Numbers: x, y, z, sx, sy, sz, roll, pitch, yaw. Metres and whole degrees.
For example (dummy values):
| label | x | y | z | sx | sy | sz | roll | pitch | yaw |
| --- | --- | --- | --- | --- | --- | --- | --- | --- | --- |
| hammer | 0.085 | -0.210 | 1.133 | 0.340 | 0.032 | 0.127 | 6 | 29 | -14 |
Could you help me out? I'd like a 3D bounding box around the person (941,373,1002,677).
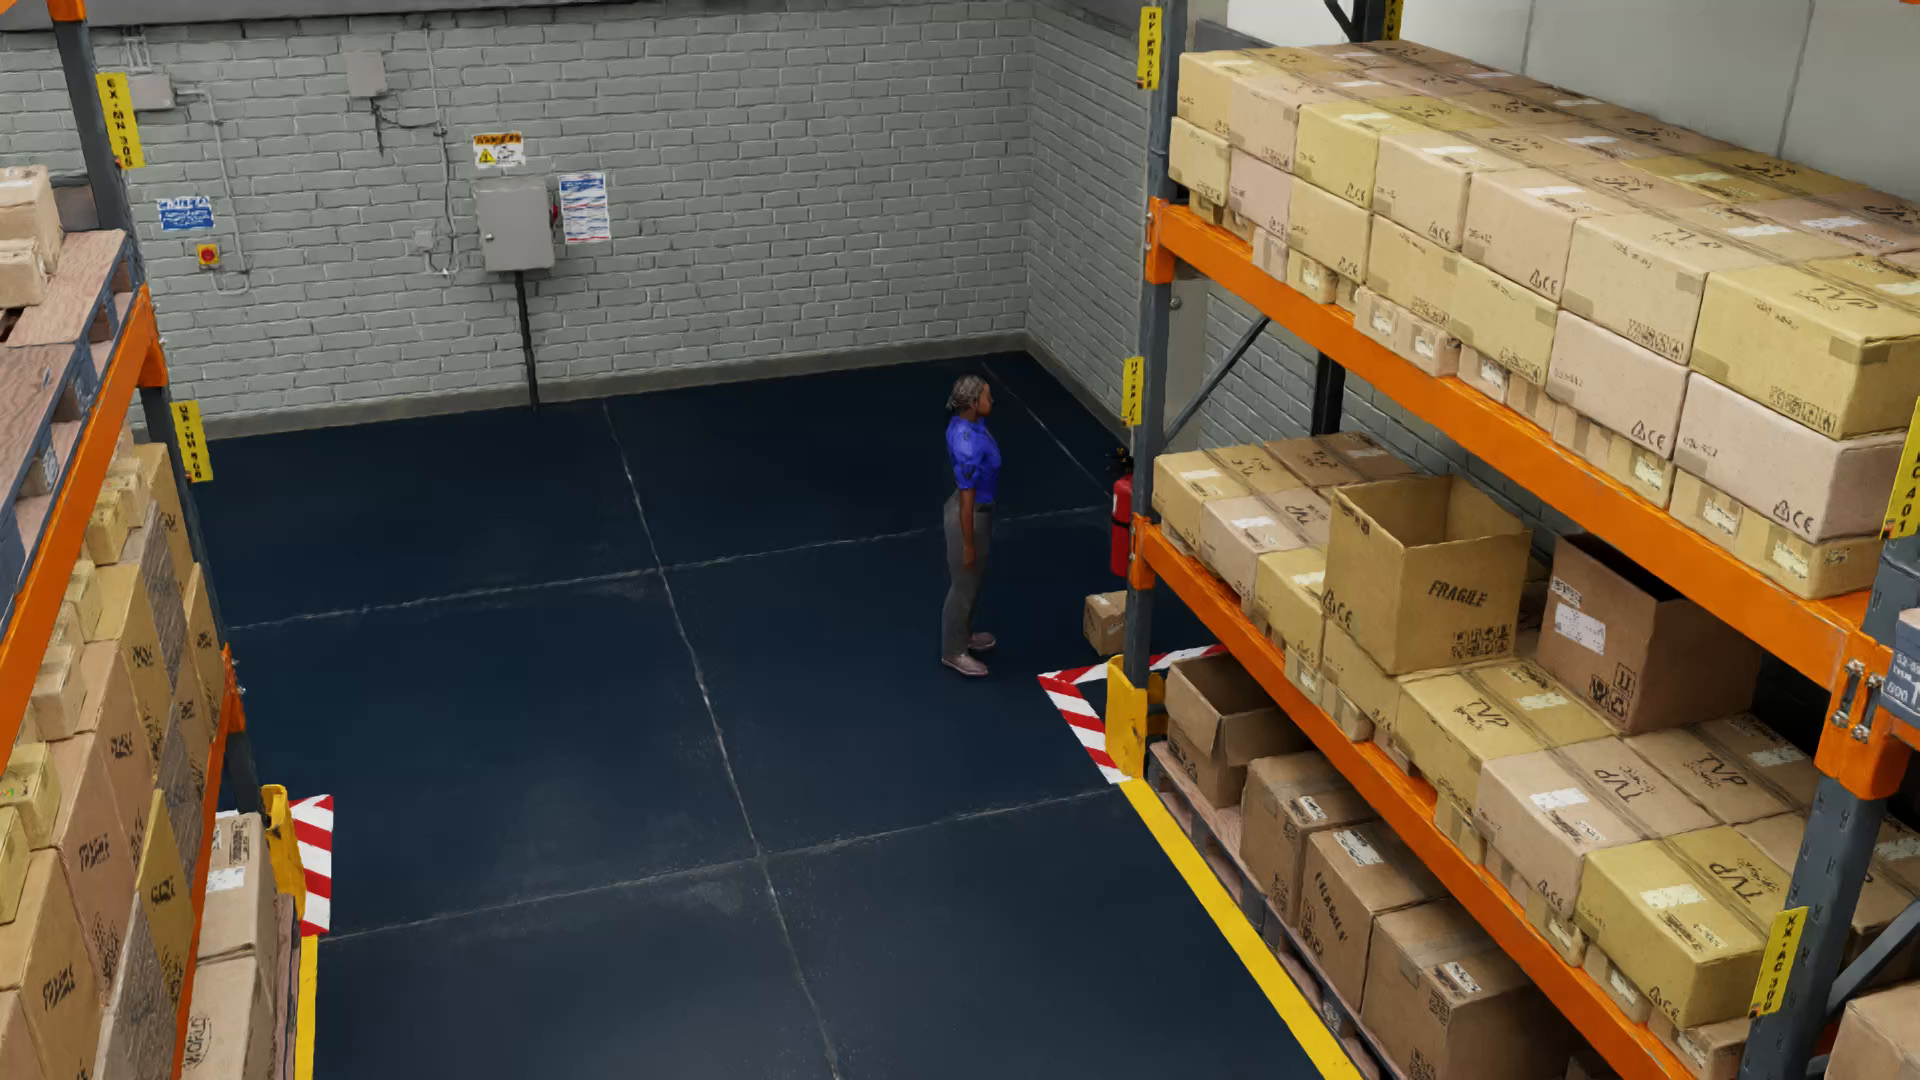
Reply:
| label | x | y | z | sx | sy | sz | roll | pitch | yaw |
| --- | --- | --- | --- | --- | --- | --- | --- | --- | --- |
| person | 0.054 | -0.094 | 8.774 | 0.323 | 1.665 | 0.549 | 0 | 26 | -1 |
